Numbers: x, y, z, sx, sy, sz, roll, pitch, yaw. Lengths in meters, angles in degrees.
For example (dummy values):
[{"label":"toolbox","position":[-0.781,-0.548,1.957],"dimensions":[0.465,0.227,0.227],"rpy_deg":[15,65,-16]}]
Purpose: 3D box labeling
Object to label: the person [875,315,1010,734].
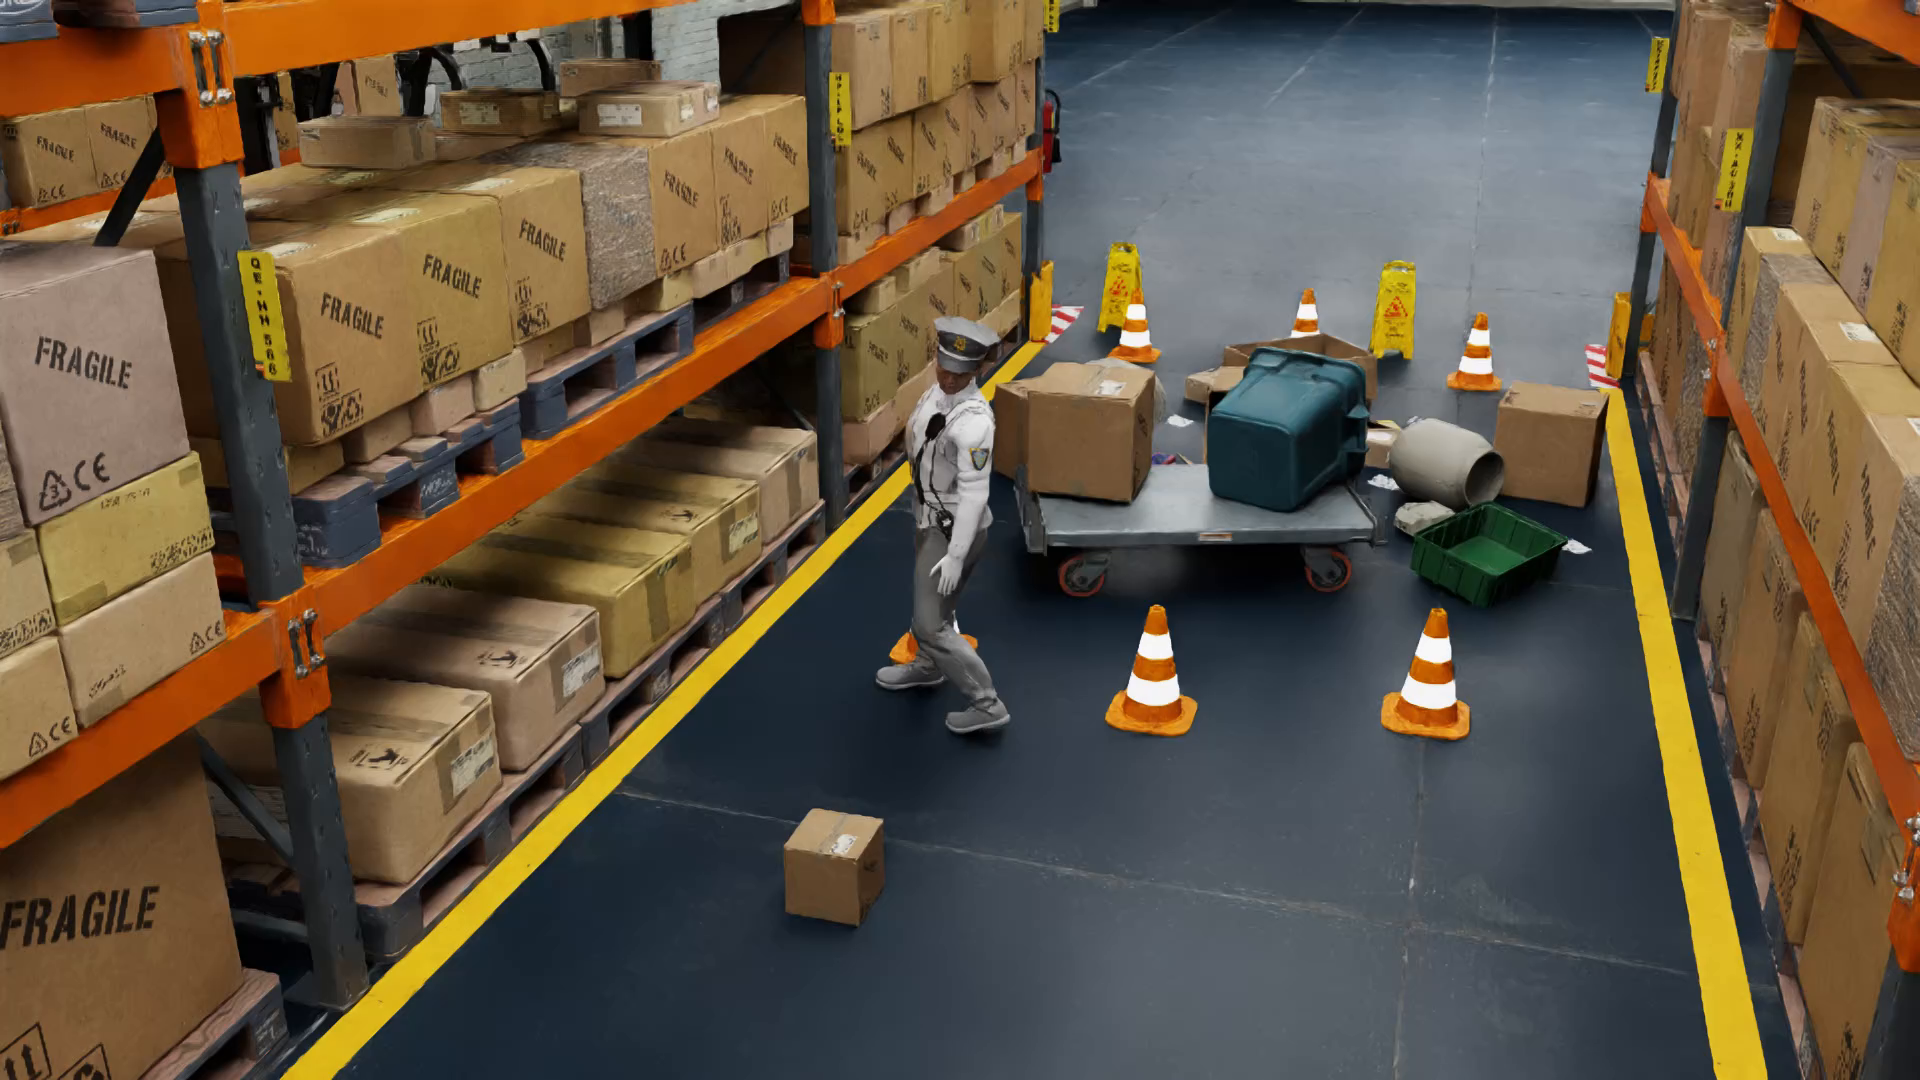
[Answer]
[{"label":"person","position":[-0.086,-0.073,6.278],"dimensions":[0.455,1.635,0.671],"rpy_deg":[-3,22,-7]}]
